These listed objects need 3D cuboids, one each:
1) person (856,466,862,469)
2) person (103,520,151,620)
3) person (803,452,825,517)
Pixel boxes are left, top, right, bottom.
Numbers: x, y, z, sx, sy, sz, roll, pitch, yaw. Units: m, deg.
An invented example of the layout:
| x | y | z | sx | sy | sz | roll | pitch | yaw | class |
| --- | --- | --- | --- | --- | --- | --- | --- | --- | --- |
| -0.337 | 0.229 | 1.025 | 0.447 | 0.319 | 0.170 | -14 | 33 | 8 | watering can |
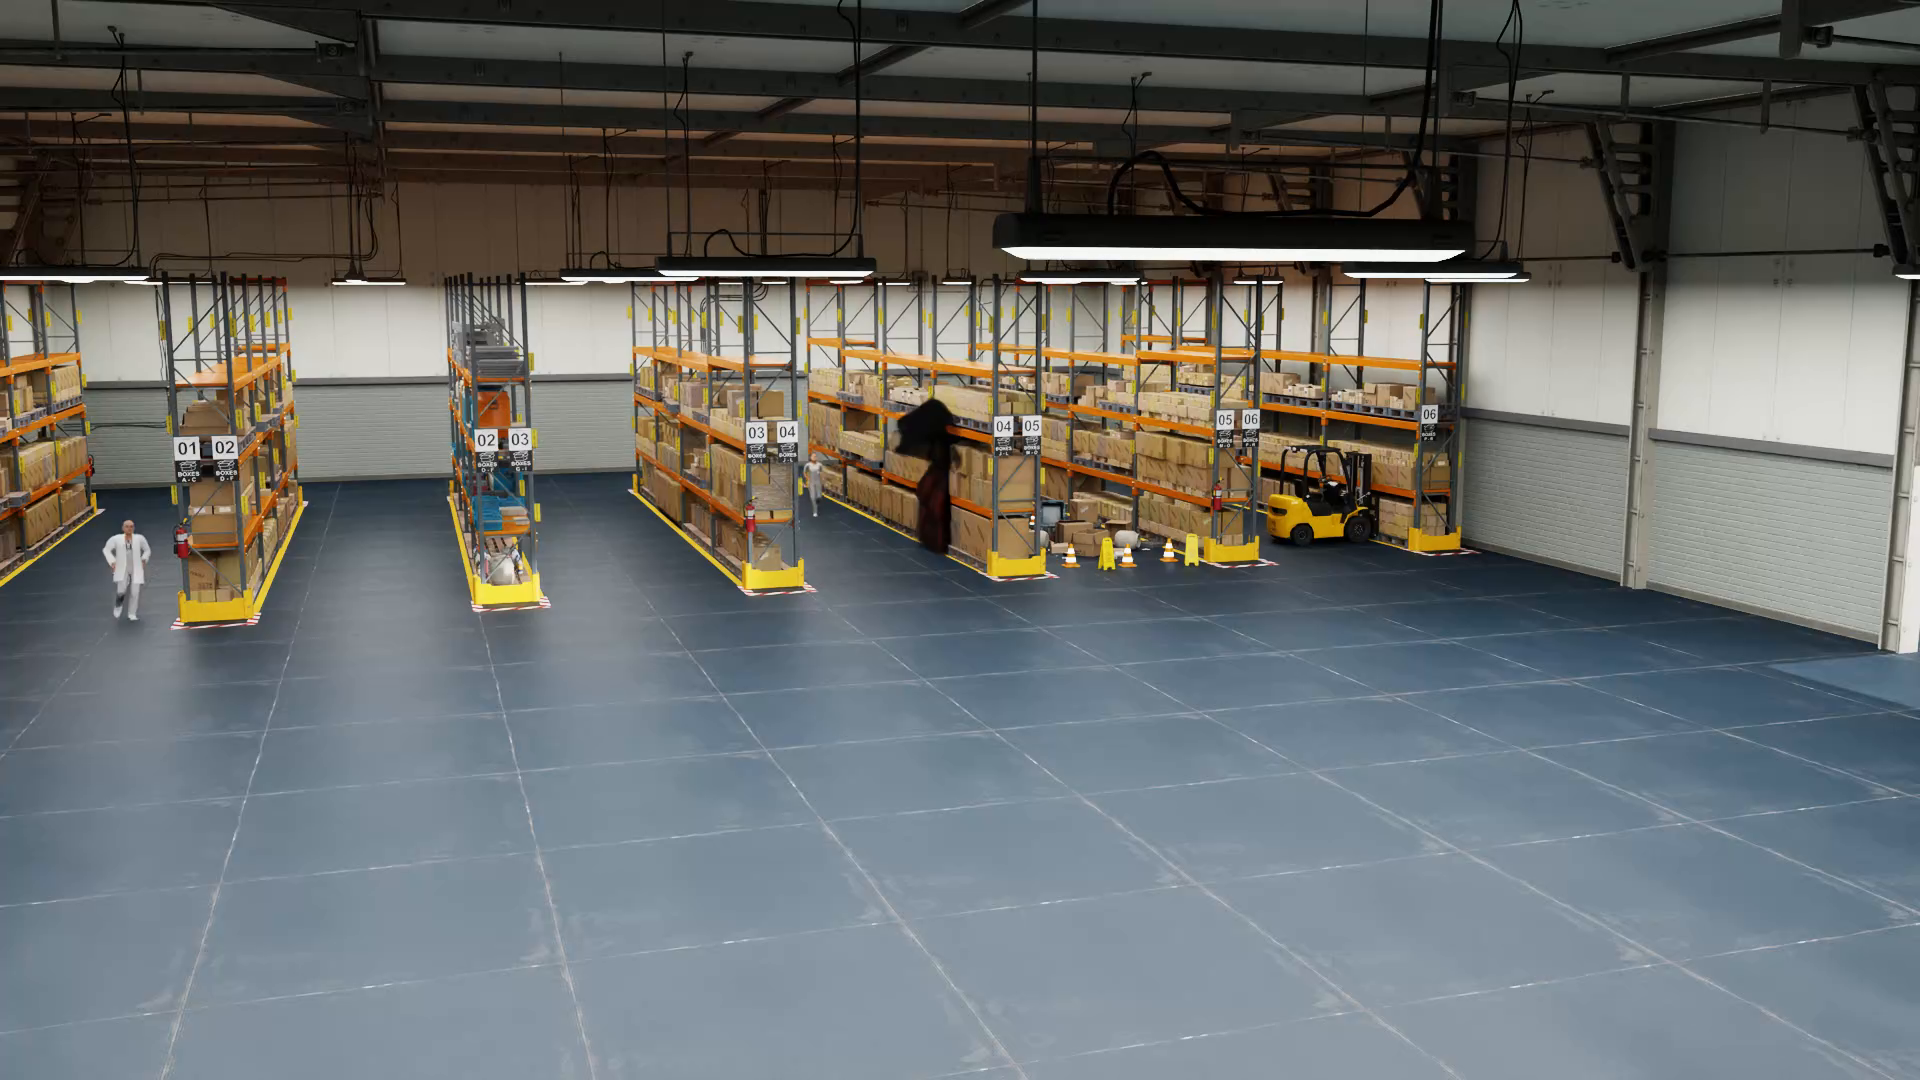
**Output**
| x | y | z | sx | sy | sz | roll | pitch | yaw | class |
| --- | --- | --- | --- | --- | --- | --- | --- | --- | --- |
| -3.011 | -2.741 | 50.611 | 0.680 | 1.680 | 0.658 | -7 | 11 | -39 | person |
| -14.421 | 0.530 | 28.875 | 0.734 | 1.744 | 0.677 | -6 | 10 | -33 | person |
| -3.696 | -1.420 | 42.139 | 0.565 | 1.630 | 0.572 | -2 | 9 | -13 | person |
